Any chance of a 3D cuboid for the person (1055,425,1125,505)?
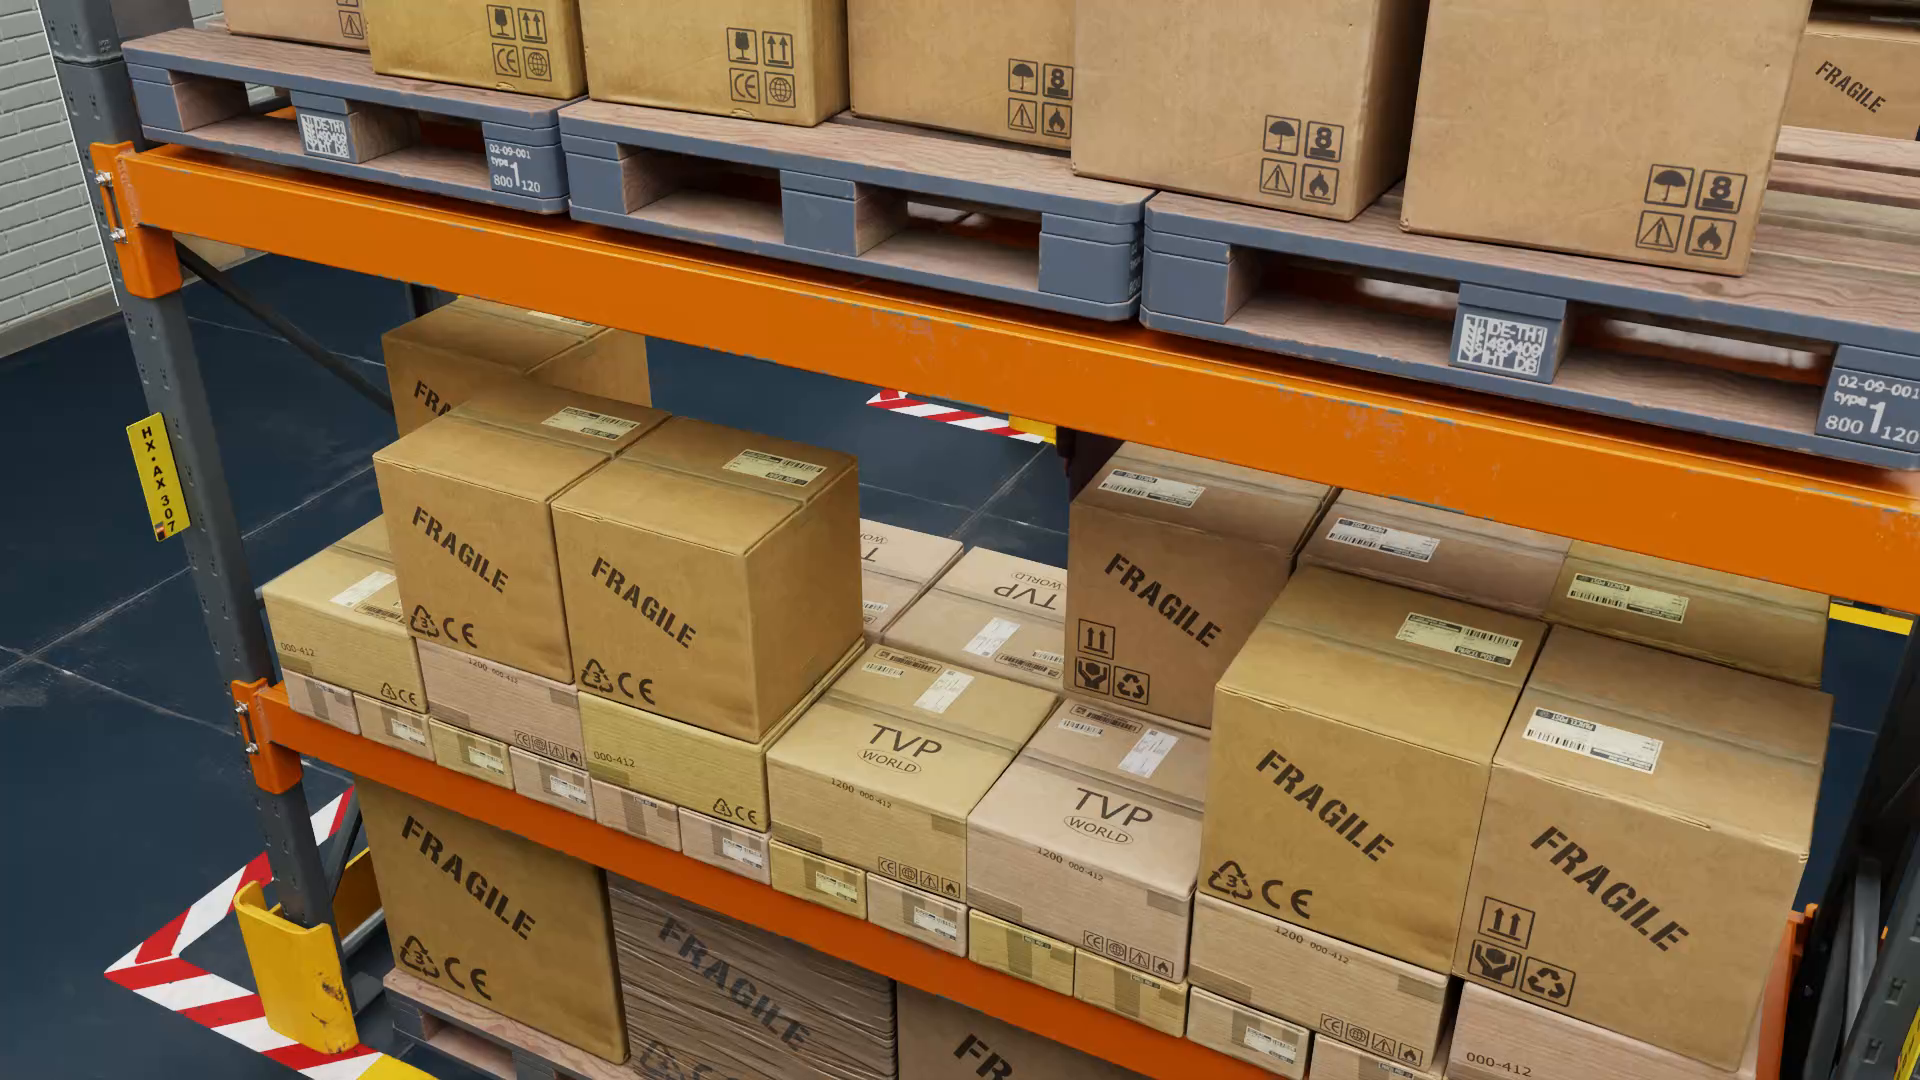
[{"bbox_3d":[0.677,-0.299,6.669,0.628,1.773,0.427,13,32,22],"label":"person"}]
